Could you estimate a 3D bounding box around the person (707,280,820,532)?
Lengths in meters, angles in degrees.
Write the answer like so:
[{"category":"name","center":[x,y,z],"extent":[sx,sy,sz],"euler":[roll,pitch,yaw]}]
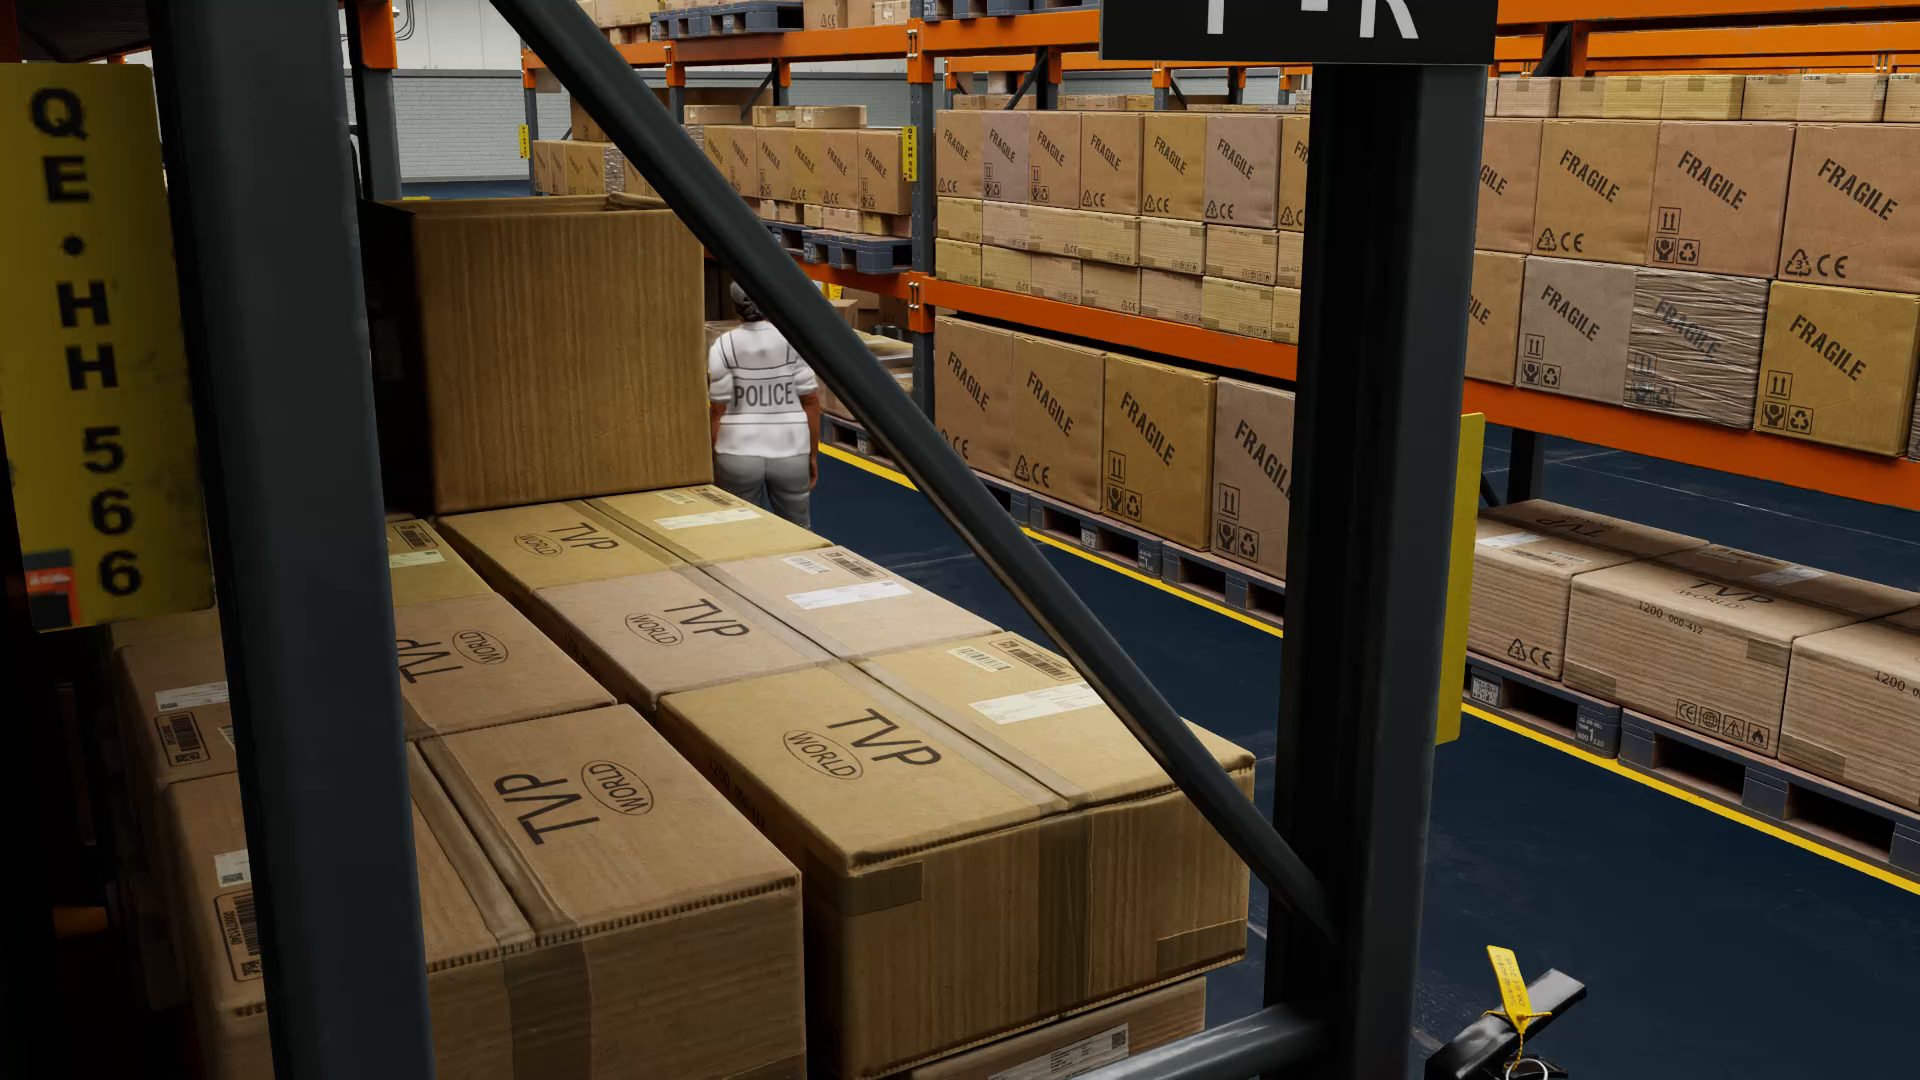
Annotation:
[{"category":"person","center":[-0.834,-0.330,7.170],"extent":[0.492,1.646,0.614],"euler":[-4,16,-16]}]
